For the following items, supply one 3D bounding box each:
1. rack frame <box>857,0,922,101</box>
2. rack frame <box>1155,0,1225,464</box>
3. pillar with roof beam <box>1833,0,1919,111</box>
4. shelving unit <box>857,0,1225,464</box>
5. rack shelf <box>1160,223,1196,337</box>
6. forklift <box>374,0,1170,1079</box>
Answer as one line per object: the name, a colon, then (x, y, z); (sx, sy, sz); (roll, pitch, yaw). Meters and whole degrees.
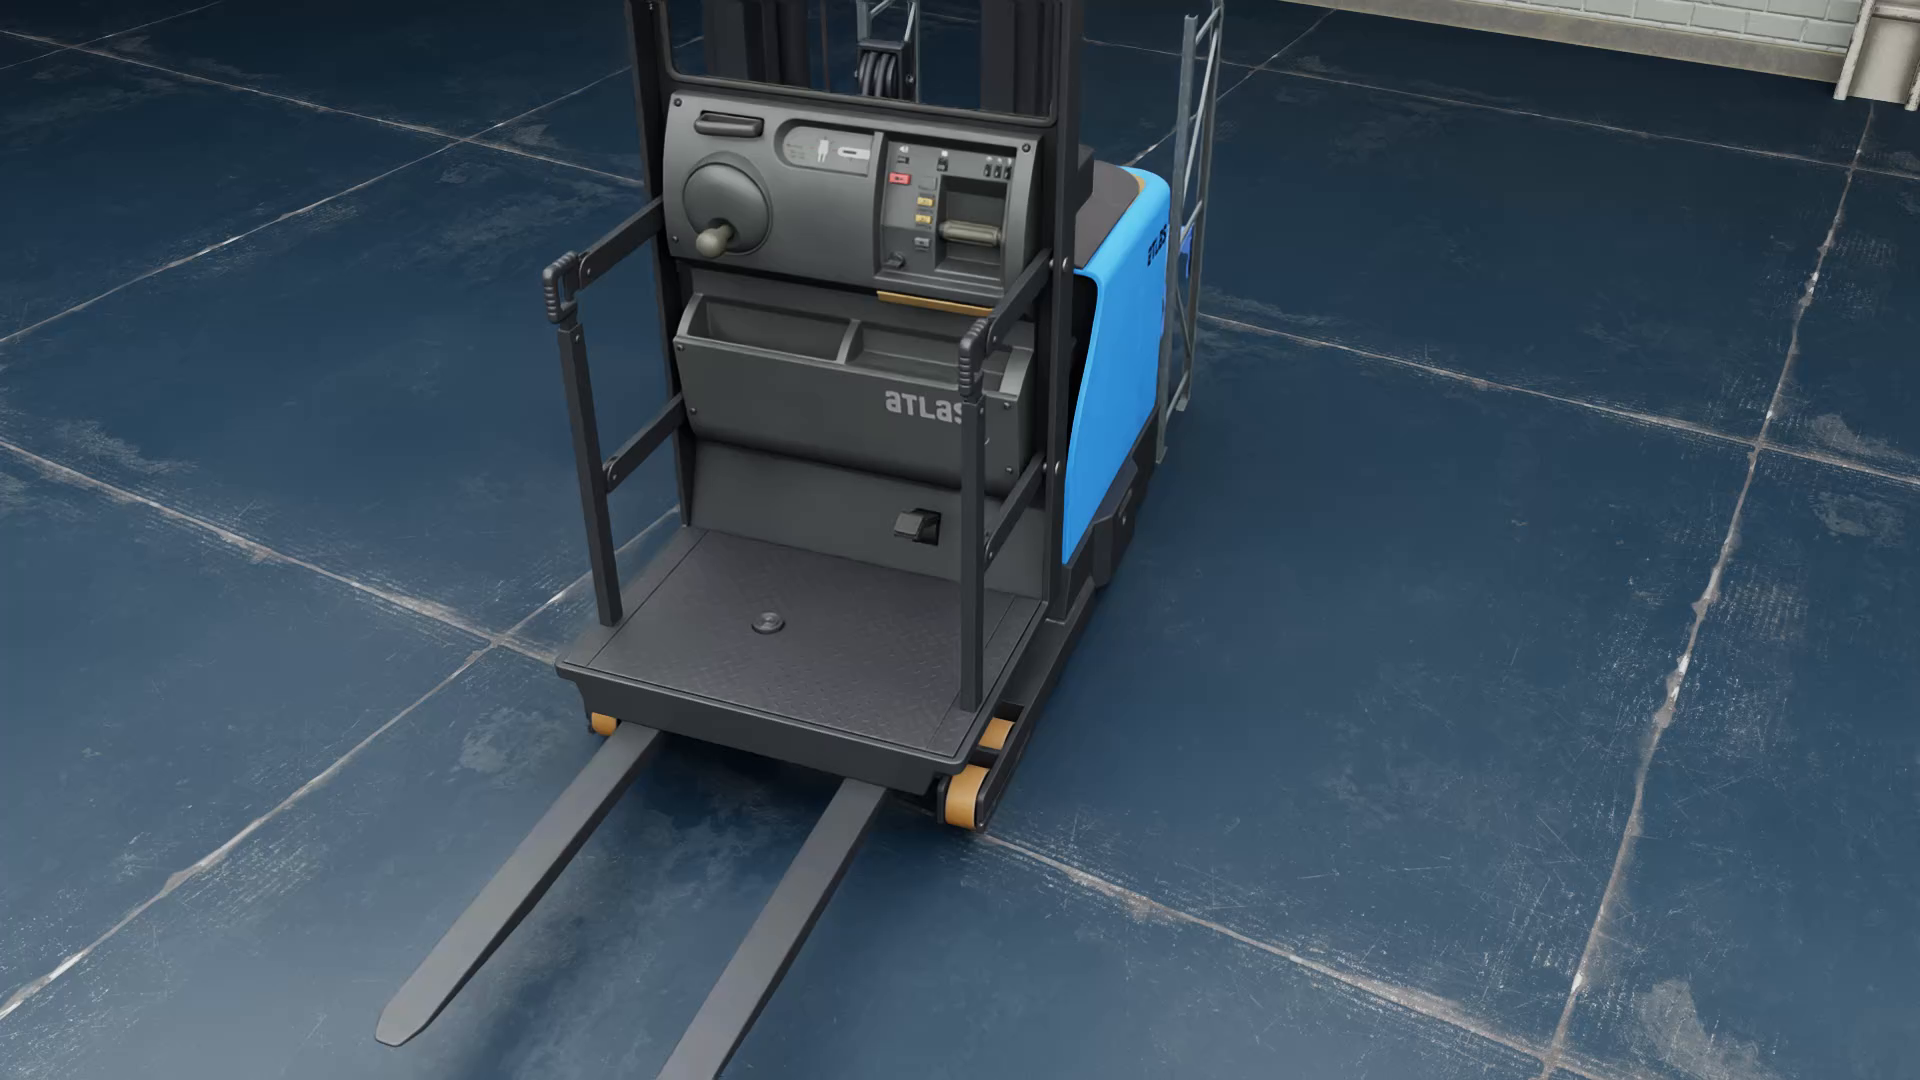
rack frame: (-0.223, -1.192, 5.686); (0.032, 1.500, 0.500); (10, 35, 15)
rack frame: (0.742, -1.015, 5.421); (0.032, 1.500, 0.500); (10, 35, 15)
pillar with roof beam: (2.697, -4.013, 3.157); (0.400, 9.000, 9.100); (18, 37, 24)
shelving unit: (0.260, -1.103, 5.554); (1.048, 1.500, 0.538); (10, 35, 15)
rack shelf: (0.260, -0.954, 5.653); (1.000, 0.185, 0.538); (10, 35, 15)
forklift: (-0.344, -0.755, 3.740); (1.130, 2.935, 3.031); (12, 35, 17)
